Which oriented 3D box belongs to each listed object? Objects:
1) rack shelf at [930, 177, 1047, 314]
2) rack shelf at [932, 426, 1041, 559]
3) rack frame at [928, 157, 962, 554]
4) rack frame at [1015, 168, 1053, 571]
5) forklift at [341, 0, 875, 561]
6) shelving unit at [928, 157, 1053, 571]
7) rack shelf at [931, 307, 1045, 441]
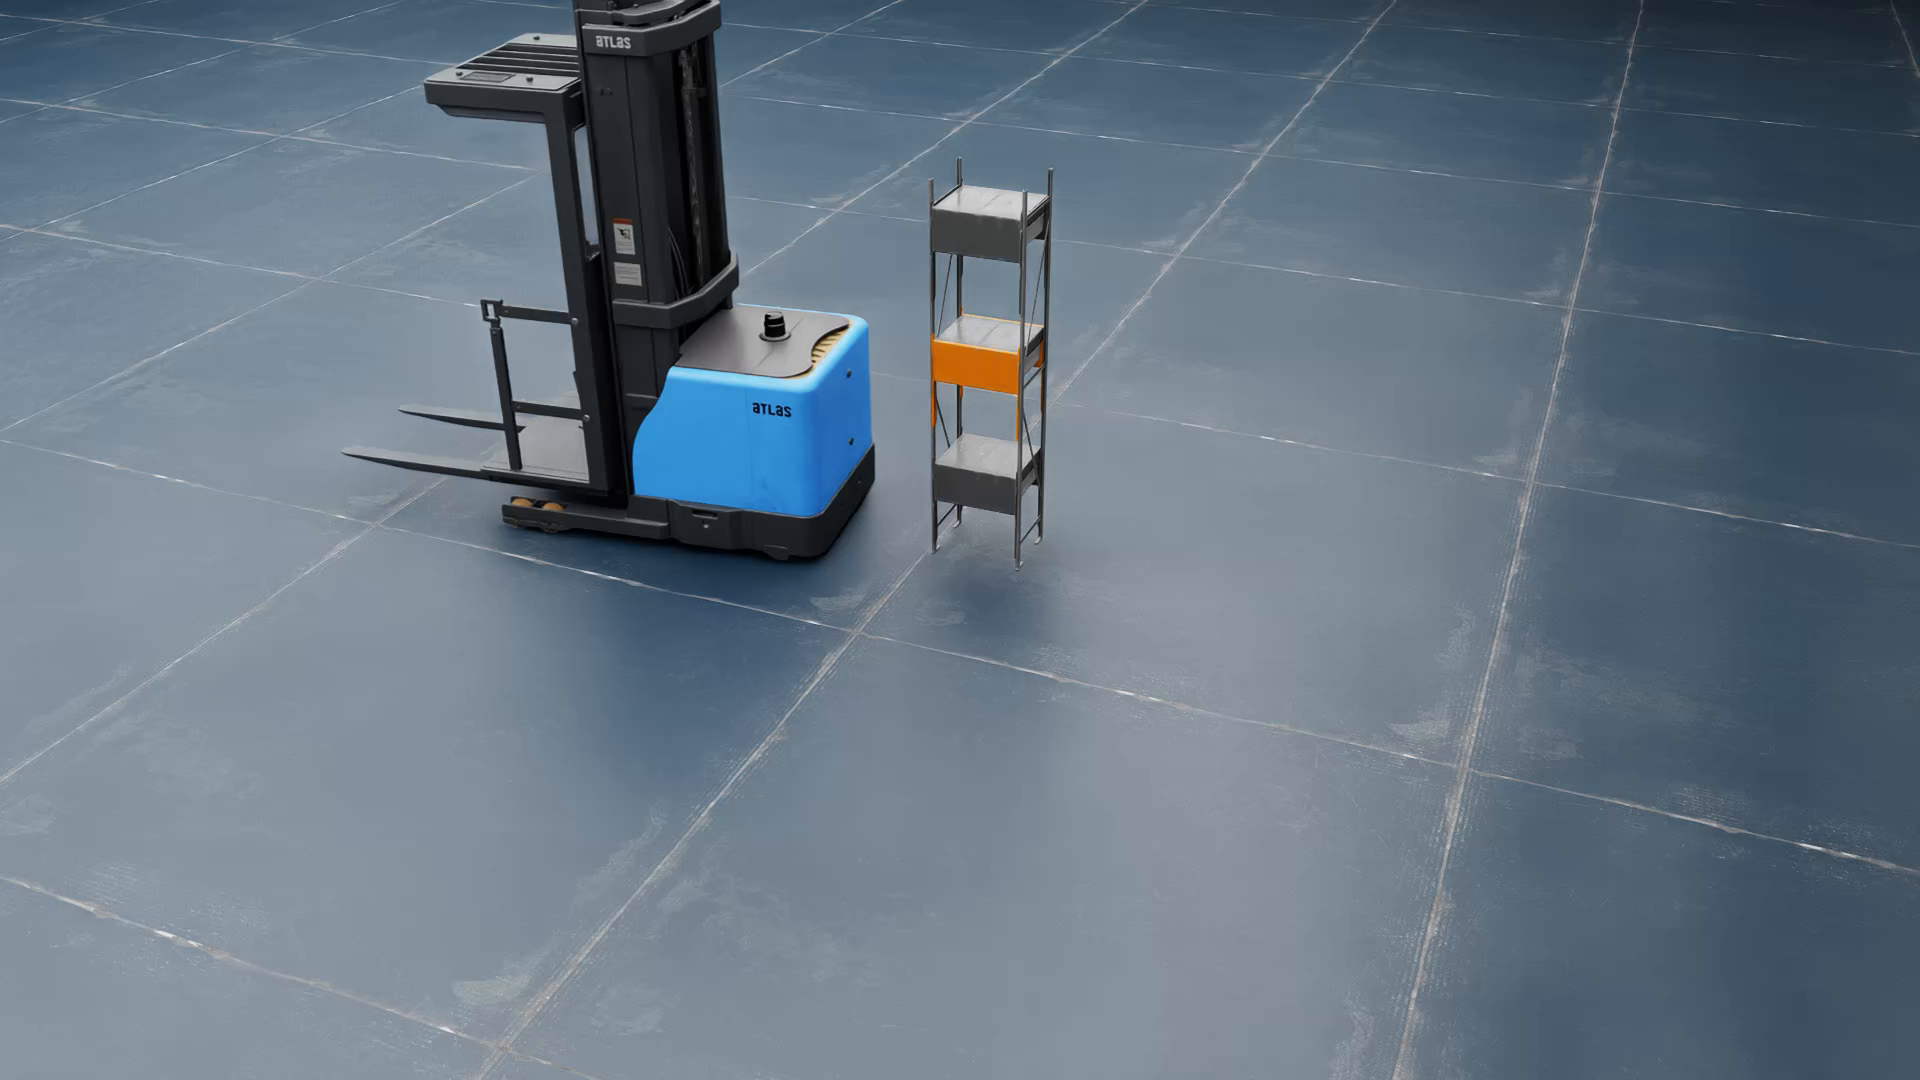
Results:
[{"bbox_3d":[0.153,-1.481,8.341,0.480,0.518,0.431,11,31,19],"label":"rack shelf"},{"bbox_3d":[0.153,-0.262,9.030,0.480,0.518,0.431,11,31,19],"label":"rack shelf"},{"bbox_3d":[-0.073,-0.929,8.759,0.015,2.100,0.400,11,31,19],"label":"rack frame"},{"bbox_3d":[0.379,-0.838,8.599,0.015,2.100,0.400,11,31,19],"label":"rack frame"},{"bbox_3d":[-2.070,-1.556,9.024,3.031,2.935,1.130,8,30,13],"label":"forklift"},{"bbox_3d":[0.153,-0.883,8.679,0.503,2.100,0.431,11,31,19],"label":"shelving unit"},{"bbox_3d":[0.153,-0.872,8.686,0.480,0.518,0.431,11,31,19],"label":"rack shelf"}]
